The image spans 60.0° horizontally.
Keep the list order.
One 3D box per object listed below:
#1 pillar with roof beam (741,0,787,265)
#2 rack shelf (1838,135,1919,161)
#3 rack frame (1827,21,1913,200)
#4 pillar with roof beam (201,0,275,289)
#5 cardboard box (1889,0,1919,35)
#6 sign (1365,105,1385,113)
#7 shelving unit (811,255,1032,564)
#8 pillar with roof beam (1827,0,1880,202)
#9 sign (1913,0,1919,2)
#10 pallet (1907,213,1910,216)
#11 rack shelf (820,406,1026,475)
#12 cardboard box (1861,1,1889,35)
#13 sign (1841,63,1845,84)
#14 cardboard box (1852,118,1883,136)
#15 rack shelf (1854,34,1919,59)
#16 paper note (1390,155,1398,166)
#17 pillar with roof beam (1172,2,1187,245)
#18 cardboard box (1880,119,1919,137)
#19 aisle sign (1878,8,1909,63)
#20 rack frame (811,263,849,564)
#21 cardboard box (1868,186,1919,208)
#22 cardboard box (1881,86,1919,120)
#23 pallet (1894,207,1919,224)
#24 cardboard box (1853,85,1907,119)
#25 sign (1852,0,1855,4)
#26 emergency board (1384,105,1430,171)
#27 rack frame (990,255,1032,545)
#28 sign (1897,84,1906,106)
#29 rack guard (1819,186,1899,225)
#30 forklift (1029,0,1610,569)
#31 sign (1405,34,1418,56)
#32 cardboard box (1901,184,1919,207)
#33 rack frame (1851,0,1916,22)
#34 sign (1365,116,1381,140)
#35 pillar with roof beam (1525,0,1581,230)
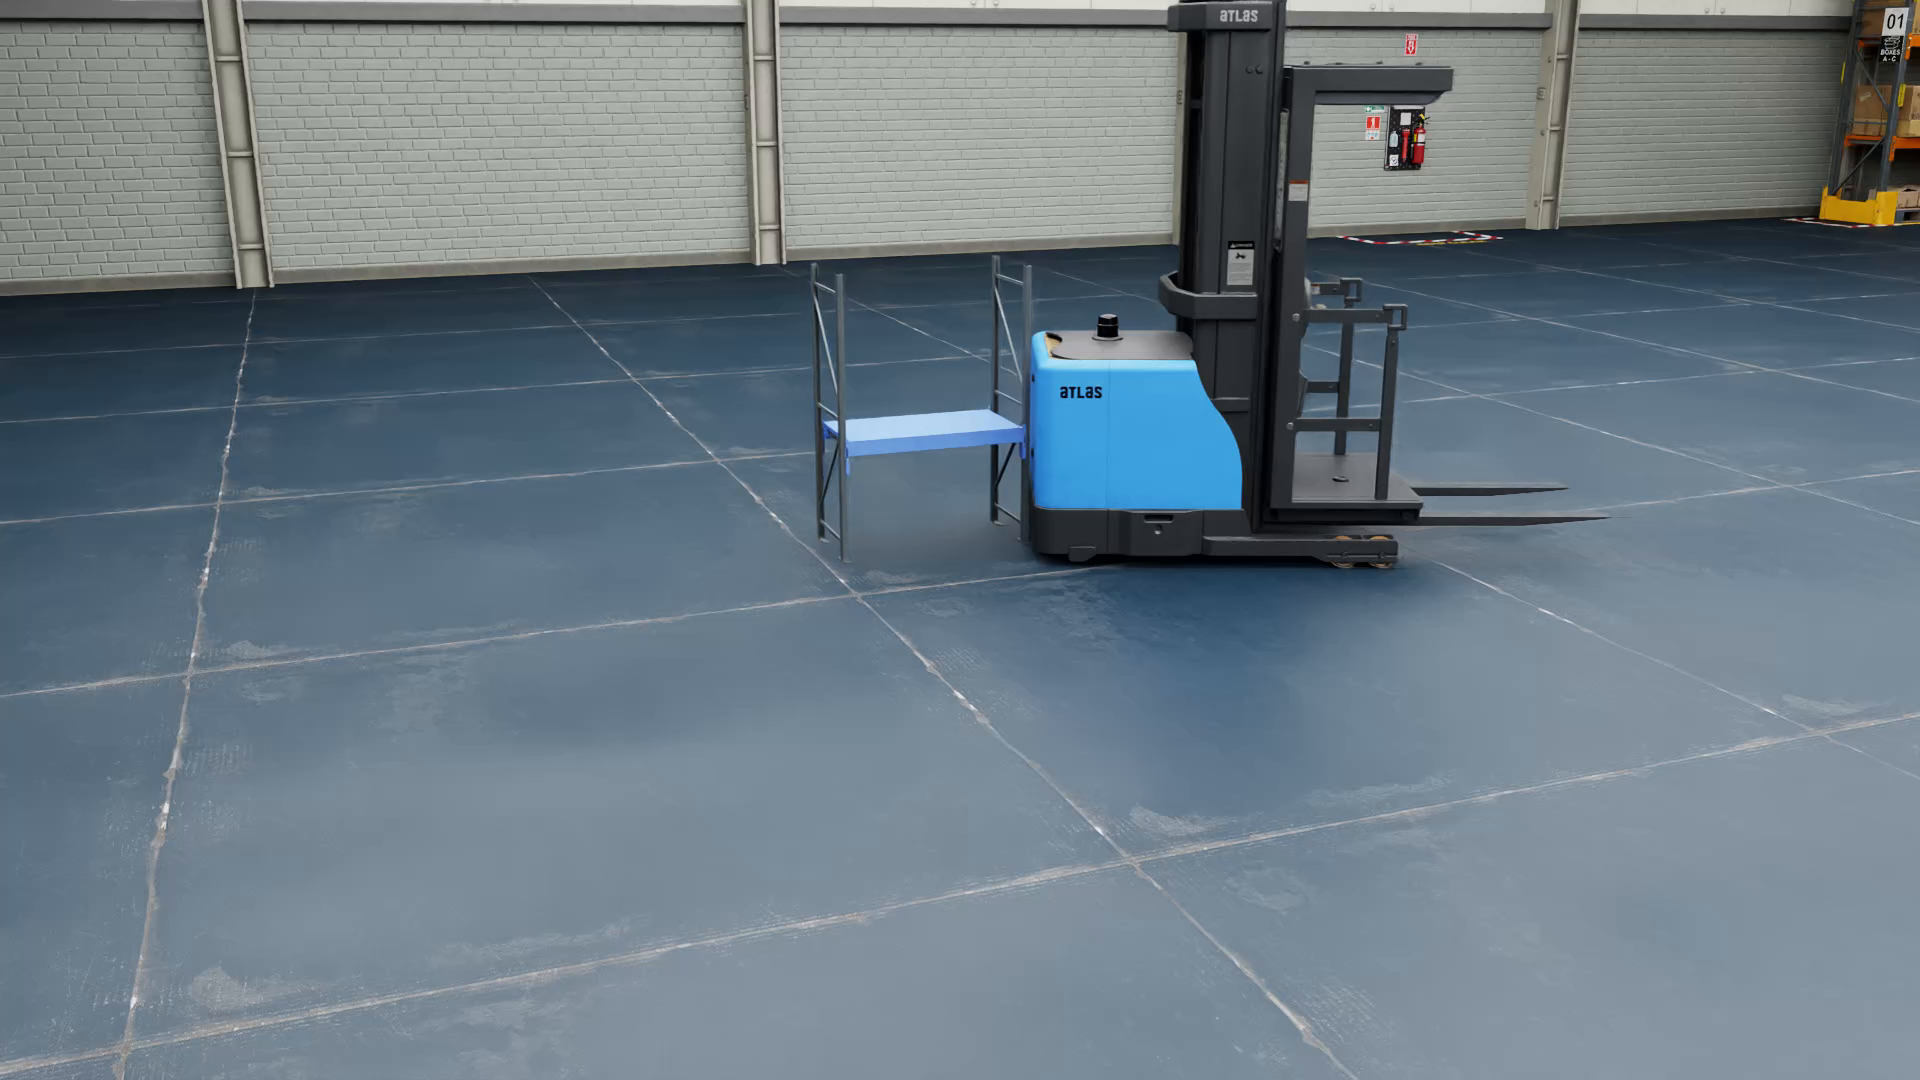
[{"bbox_3d":[-0.882,-6.684,15.887,0.400,9.000,9.100,-6,17,-20],"label":"pillar with roof beam"},{"bbox_3d":[15.909,-6.311,26.542,4.000,0.370,1.077,-6,17,-20],"label":"rack shelf"},{"bbox_3d":[14.042,-6.455,25.754,0.127,3.000,1.000,-6,17,-20],"label":"rack frame"},{"bbox_3d":[-6.485,-6.079,13.827,0.400,9.000,9.100,-6,17,-20],"label":"pillar with roof beam"},{"bbox_3d":[14.443,-7.919,25.206,0.500,0.500,0.500,-6,17,-19],"label":"cardboard box"},{"bbox_3d":[5.916,-6.150,23.712,0.331,0.109,0.001,-6,17,-20],"label":"sign"},{"bbox_3d":[-0.205,-0.713,8.865,1.048,1.500,0.538,-6,17,-19],"label":"shelving unit"},{"bbox_3d":[15.926,-8.498,22.067,0.400,9.000,9.100,-6,17,-20],"label":"pillar with roof beam"},{"bbox_3d":[14.236,-8.170,24.722,0.005,0.325,0.100,-6,17,-20],"label":"sign"},{"bbox_3d":[16.021,-5.319,26.836,1.213,0.211,1.003,-6,17,-20],"label":"pallet"},{"bbox_3d":[-0.205,-0.541,8.916,1.000,0.185,0.538,-6,17,-19],"label":"rack shelf"},{"bbox_3d":[14.341,-8.060,25.685,0.500,0.500,0.500,-5,17,-16],"label":"cardboard box"},{"bbox_3d":[13.862,-7.310,26.051,0.005,0.325,0.100,-6,17,-20],"label":"sign"},{"bbox_3d":[14.409,-6.490,26.107,0.500,0.250,0.500,-6,17,-19],"label":"cardboard box"},{"bbox_3d":[15.909,-7.750,26.120,4.000,0.370,1.077,-6,17,-20],"label":"rack shelf"},{"bbox_3d":[6.272,-5.486,24.021,0.142,0.148,0.016,-6,17,-20],"label":"paper note"},{"bbox_3d":[4.721,-7.289,17.947,0.400,9.000,9.100,-6,17,-20],"label":"pillar with roof beam"},{"bbox_3d":[14.611,-6.358,25.656,0.500,0.250,0.500,-7,18,-22],"label":"cardboard box"},{"bbox_3d":[14.082,-7.616,25.095,0.004,0.787,0.394,-6,17,-20],"label":"aisle sign"},{"bbox_3d":[-0.682,-0.664,8.696,0.032,1.500,0.500,-6,17,-19],"label":"rack frame"},{"bbox_3d":[14.720,-5.422,26.228,0.500,0.311,0.500,-8,18,-26],"label":"cardboard box"},{"bbox_3d":[14.595,-6.721,25.562,0.500,0.500,0.500,-6,17,-20],"label":"cardboard box"},{"bbox_3d":[14.884,-5.197,26.421,1.213,0.211,1.003,-6,17,-20],"label":"pallet"},{"bbox_3d":[14.406,-6.855,26.019,0.500,0.500,0.500,-6,18,-21],"label":"cardboard box"},{"bbox_3d":[13.862,-8.467,25.711,0.005,0.325,0.100,-6,17,-20],"label":"sign"},{"bbox_3d":[6.462,-5.909,23.895,0.643,1.169,0.194,-6,17,-20],"label":"emergency board"},{"bbox_3d":[0.272,-0.763,9.034,0.032,1.500,0.500,-6,17,-19],"label":"rack frame"},{"bbox_3d":[14.236,-6.727,25.146,0.005,0.325,0.100,-6,17,-20],"label":"sign"},{"bbox_3d":[14.113,-5.263,26.133,0.348,0.500,1.175,-6,17,-20],"label":"rack guard"},{"bbox_3d":[1.897,-1.410,8.696,3.031,2.935,1.130,0,16,0],"label":"forklift"},{"bbox_3d":[6.419,-7.046,23.655,0.199,0.298,0.001,-6,17,-20],"label":"sign"},{"bbox_3d":[15.252,-5.479,26.424,0.500,0.311,0.500,-5,17,-15],"label":"cardboard box"},{"bbox_3d":[14.042,-9.333,24.909,0.127,3.000,1.000,-6,17,-20],"label":"rack frame"},{"bbox_3d":[5.909,-5.897,23.793,0.234,0.329,0.001,-6,17,-20],"label":"sign"},{"bbox_3d":[10.323,-7.894,20.007,0.400,9.000,9.100,-6,17,-20],"label":"pillar with roof beam"}]
